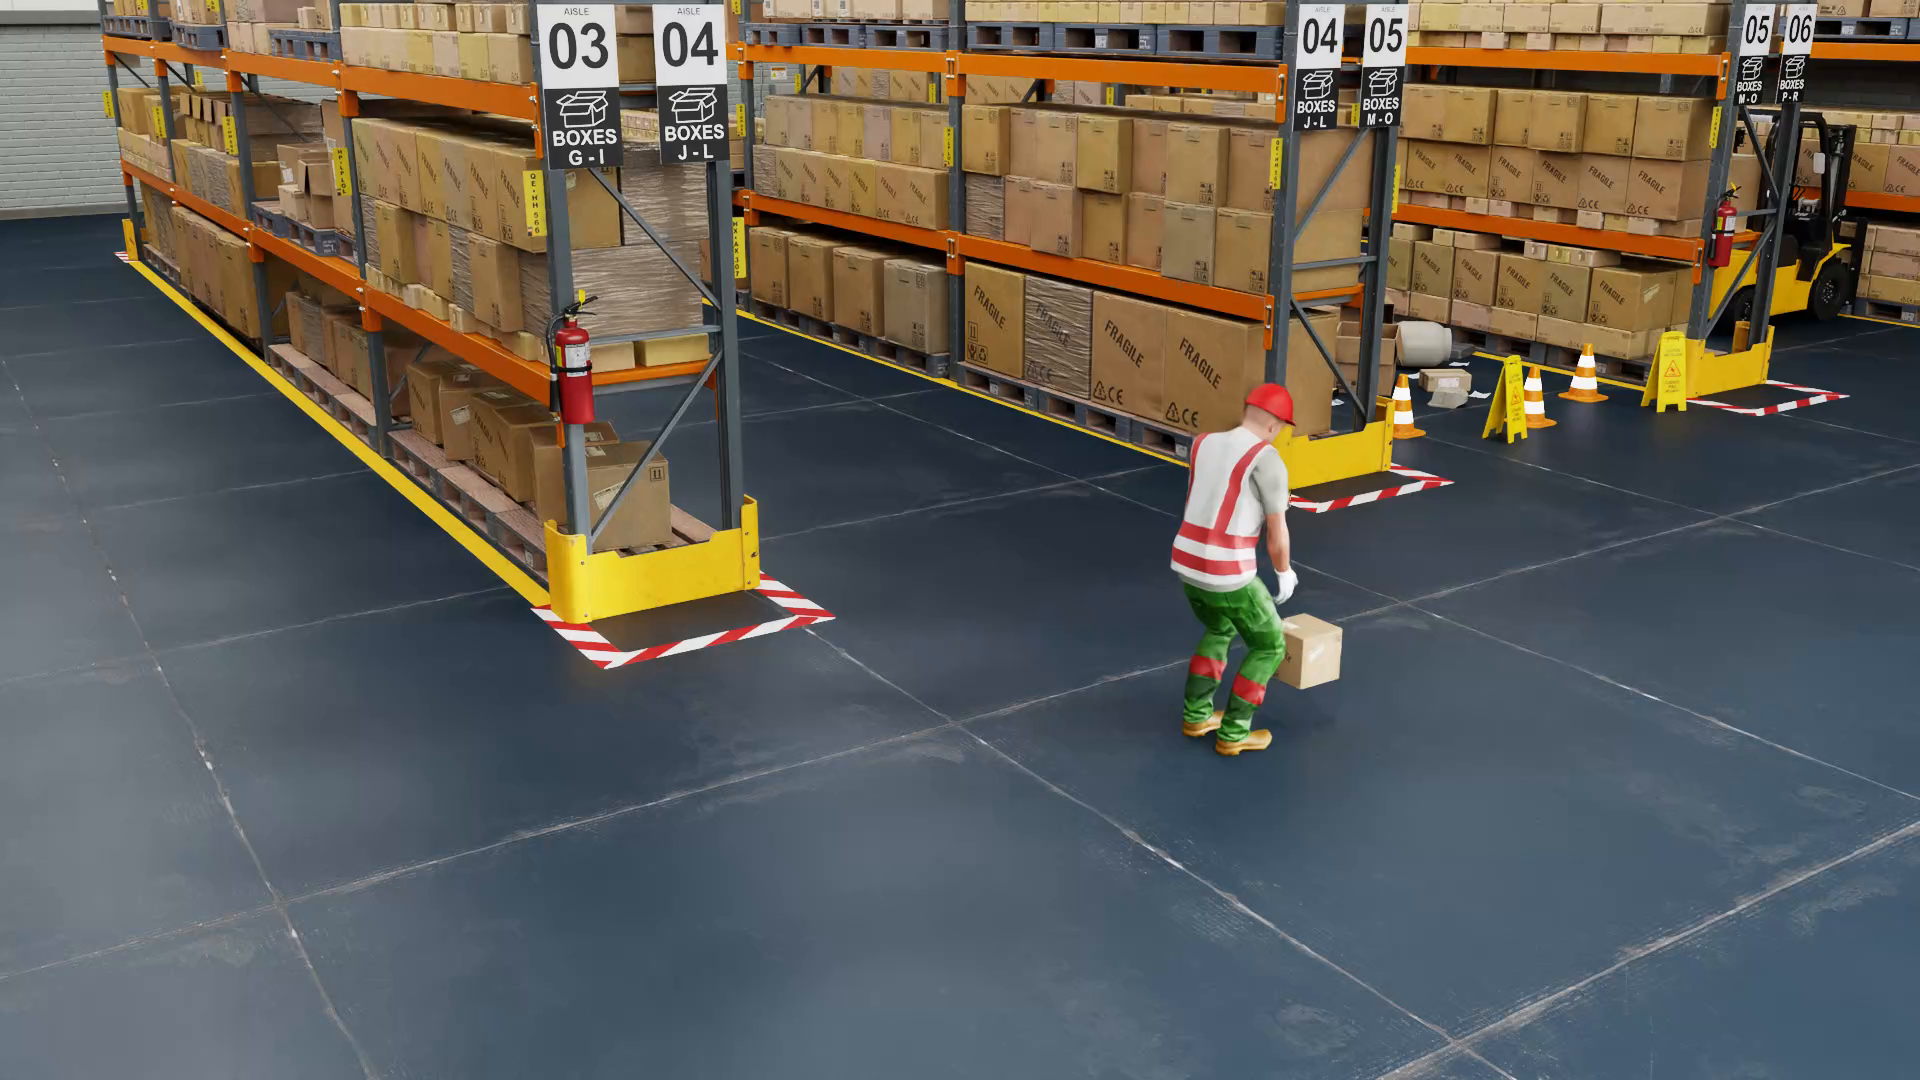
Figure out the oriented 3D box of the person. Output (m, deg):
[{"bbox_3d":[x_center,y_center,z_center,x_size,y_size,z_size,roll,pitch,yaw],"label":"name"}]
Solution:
[{"bbox_3d":[1.223,0.130,7.417,0.624,1.604,0.572,-11,21,-31],"label":"person"}]
